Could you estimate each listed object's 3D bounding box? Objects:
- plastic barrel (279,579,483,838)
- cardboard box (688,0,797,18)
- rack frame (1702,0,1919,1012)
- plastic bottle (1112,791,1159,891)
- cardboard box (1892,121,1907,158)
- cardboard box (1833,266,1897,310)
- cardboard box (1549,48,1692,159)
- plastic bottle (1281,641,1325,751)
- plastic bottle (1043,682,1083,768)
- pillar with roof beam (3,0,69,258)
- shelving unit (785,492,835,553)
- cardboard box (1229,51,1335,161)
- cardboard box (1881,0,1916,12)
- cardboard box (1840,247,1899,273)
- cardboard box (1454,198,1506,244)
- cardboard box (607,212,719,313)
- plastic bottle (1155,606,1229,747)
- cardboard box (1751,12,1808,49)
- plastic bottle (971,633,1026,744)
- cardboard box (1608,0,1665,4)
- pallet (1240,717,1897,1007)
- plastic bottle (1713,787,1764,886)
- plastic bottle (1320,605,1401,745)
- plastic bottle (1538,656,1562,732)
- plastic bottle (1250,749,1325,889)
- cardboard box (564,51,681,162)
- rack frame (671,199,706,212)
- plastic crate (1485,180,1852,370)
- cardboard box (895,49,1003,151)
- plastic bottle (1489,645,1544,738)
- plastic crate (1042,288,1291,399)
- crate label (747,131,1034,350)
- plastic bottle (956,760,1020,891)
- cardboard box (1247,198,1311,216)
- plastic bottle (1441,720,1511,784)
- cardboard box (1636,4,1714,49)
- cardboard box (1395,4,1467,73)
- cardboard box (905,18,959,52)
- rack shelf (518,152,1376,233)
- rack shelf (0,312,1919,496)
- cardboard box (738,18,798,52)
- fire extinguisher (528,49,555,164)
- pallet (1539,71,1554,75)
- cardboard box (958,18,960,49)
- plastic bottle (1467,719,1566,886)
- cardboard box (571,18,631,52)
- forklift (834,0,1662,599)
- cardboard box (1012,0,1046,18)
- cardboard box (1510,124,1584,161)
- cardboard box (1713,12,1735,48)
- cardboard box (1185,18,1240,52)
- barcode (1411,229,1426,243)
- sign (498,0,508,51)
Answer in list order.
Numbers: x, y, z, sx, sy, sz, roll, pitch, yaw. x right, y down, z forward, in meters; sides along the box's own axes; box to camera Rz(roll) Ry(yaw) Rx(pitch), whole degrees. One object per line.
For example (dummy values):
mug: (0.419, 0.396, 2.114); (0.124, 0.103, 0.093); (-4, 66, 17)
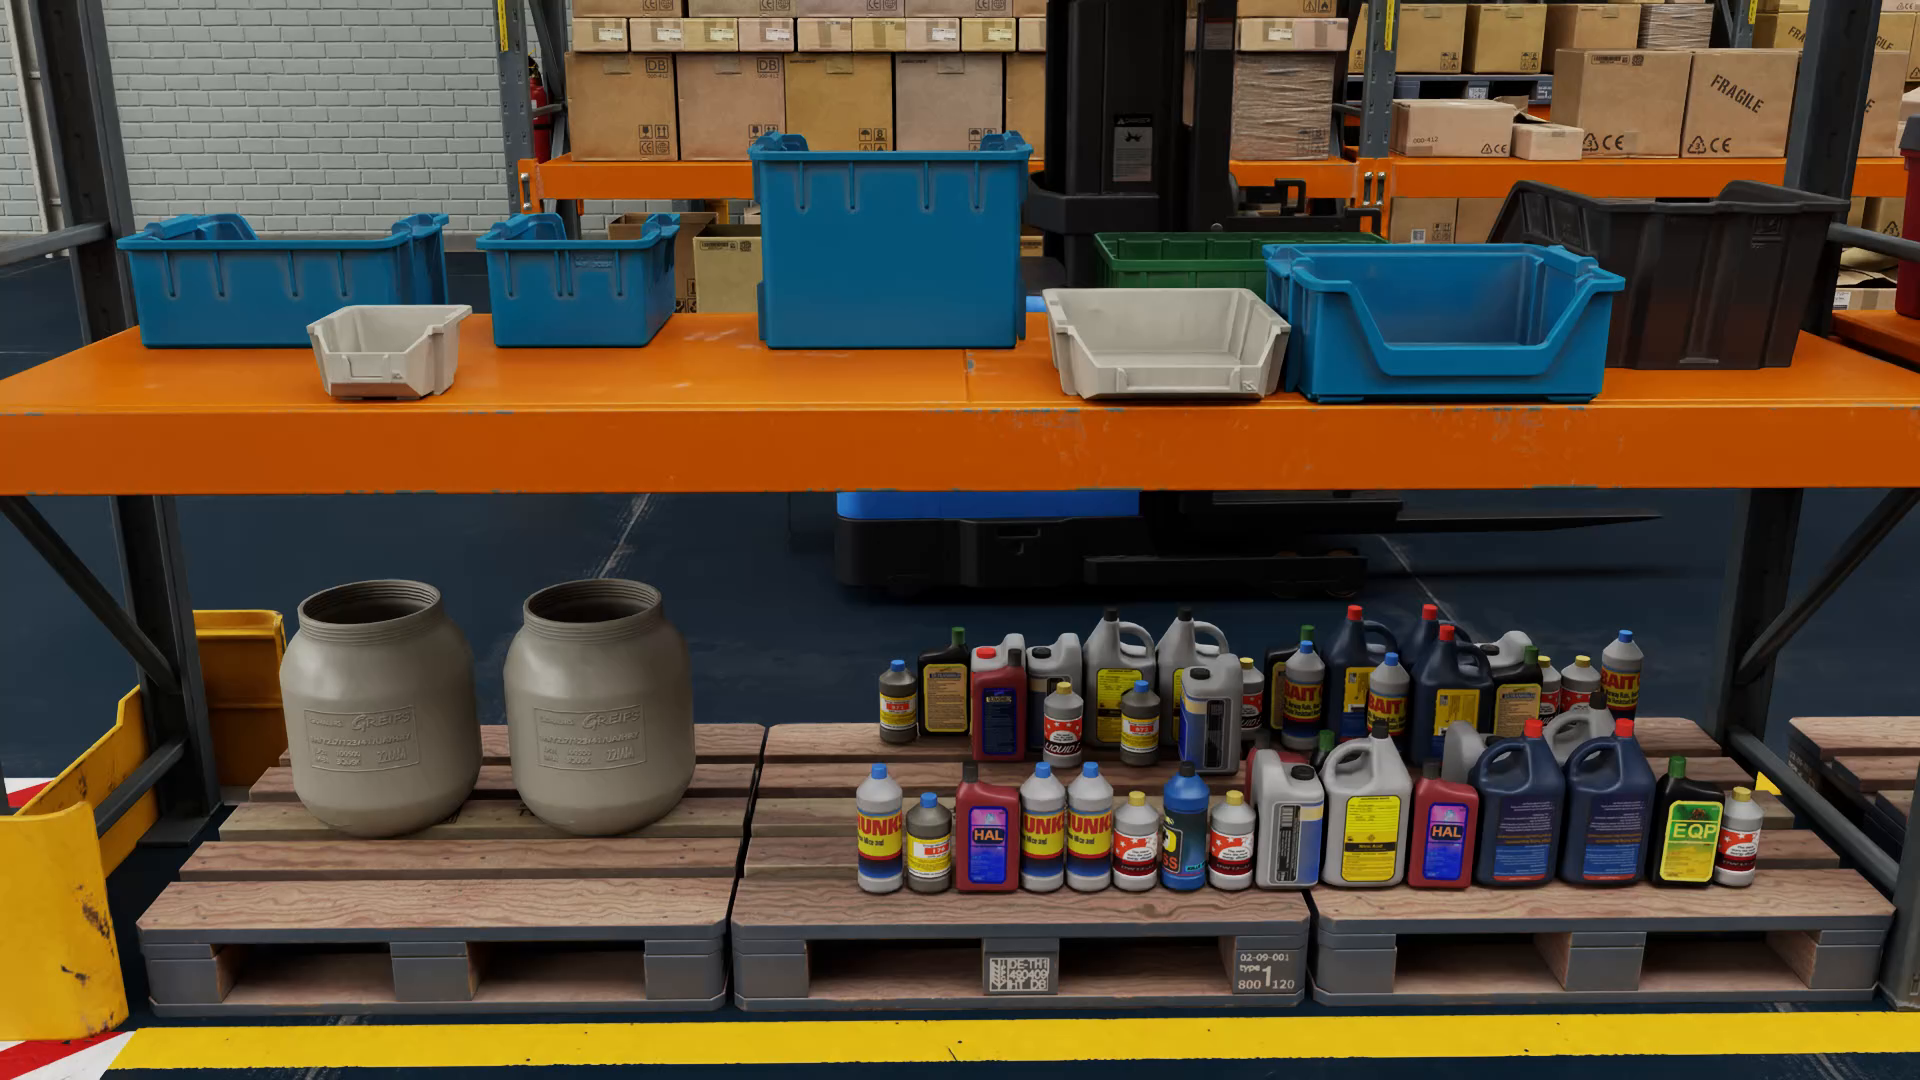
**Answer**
plastic barrel: (-1.330, 0.383, 3.829); (0.421, 0.512, 0.421); (0, 18, 0)
cardboard box: (-1.016, -2.756, 7.942); (0.500, 0.500, 0.700); (-1, 18, -2)
rack frame: (2.013, -0.595, 3.491); (0.127, 3.000, 1.000); (0, 18, -1)
plastic bottle: (0.373, 0.631, 3.530); (0.097, 0.201, 0.097); (0, 18, 0)
cardboard box: (4.664, -1.984, 8.233); (0.250, 0.149, 0.380); (1, 18, 3)
cardboard box: (4.394, -1.201, 8.276); (0.500, 0.311, 0.500); (0, 18, -1)
cardboard box: (3.233, -2.156, 8.195); (0.500, 0.500, 0.500); (1, 18, 3)
plastic bottle: (0.864, 0.385, 4.183); (0.097, 0.271, 0.097); (0, 18, 0)
plastic bottle: (0.254, 0.449, 4.097); (0.097, 0.201, 0.097); (0, 18, 0)
pillar with roof beam: (-7.388, -5.382, 8.592); (0.400, 9.000, 9.100); (0, 18, -1)
shelving unit: (-0.577, -0.560, 6.330); (0.189, 1.200, 0.258); (-1, 18, -3)
cardboard box: (1.495, -2.151, 8.179); (0.500, 0.500, 0.700); (-1, 18, -2)
cardboard box: (6.851, -4.122, 12.575); (0.500, 0.250, 0.500); (-1, 18, -2)
cardboard box: (4.884, -1.367, 8.793); (0.500, 0.311, 0.500); (-1, 18, -2)
cardboard box: (4.124, -2.662, 13.306); (0.500, 0.500, 0.700); (0, 18, -1)
cardboard box: (-1.530, -1.429, 8.679); (0.500, 0.500, 0.500); (0, 18, -1)
plastic bottle: (0.585, 0.337, 4.202); (0.185, 0.351, 0.144); (0, 18, -1)
cardboard box: (6.346, -3.763, 12.683); (0.500, 0.500, 0.500); (0, 18, 1)
plastic bottle: (0.095, 0.376, 4.202); (0.135, 0.276, 0.152); (0, 18, 0)
cardboard box: (5.190, -4.189, 12.749); (0.250, 0.149, 0.380); (-3, 18, -10)
pallet: (1.341, 0.724, 3.946); (1.213, 0.211, 1.003); (0, 18, -1)
plastic bottle: (1.655, 0.625, 3.549); (0.097, 0.201, 0.097); (0, 18, 0)
plastic bottle: (1.010, 0.335, 4.208); (0.185, 0.351, 0.144); (-1, 18, -3)
plastic bottle: (1.484, 0.397, 4.260); (0.097, 0.201, 0.097); (0, 18, 0)
plastic bottle: (0.696, 0.586, 3.549); (0.135, 0.276, 0.152); (0, 18, 0)
cardboard box: (-1.594, -2.134, 8.126); (0.500, 0.500, 0.700); (0, 18, -1)
rack frame: (-2.143, -3.601, 12.863); (0.127, 3.000, 1.000); (0, 18, -1)
plastic crate: (1.487, -0.601, 3.613); (0.504, 0.338, 0.767); (0, 18, -1)
cardboard box: (-0.046, -2.143, 8.152); (0.500, 0.500, 0.700); (0, 18, 1)
plastic bottle: (1.367, 0.399, 4.119); (0.133, 0.283, 0.061); (0, 18, -1)
plastic crate: (0.393, -0.384, 3.265); (0.437, 0.136, 0.530); (0, 18, -1)
crate label: (-0.151, -0.684, 3.710); (0.616, 0.435, 0.502); (0, 18, -1)
plastic bottle: (0.058, 0.599, 3.495); (0.133, 0.283, 0.061); (0, 18, 0)
cardboard box: (2.592, -2.648, 13.265); (0.500, 0.500, 0.700); (0, 18, 1)
plastic bottle: (1.154, 0.540, 3.693); (0.135, 0.276, 0.152); (0, 18, -1)
cardboard box: (5.386, -3.892, 12.884); (0.500, 0.500, 0.700); (-2, 18, -7)
cardboard box: (3.583, -3.883, 12.857); (0.500, 0.500, 0.700); (2, 18, 7)
cardboard box: (-0.129, -2.388, 7.856); (0.250, 0.149, 0.380); (0, 18, 0)
rack shelf: (-0.061, -1.755, 8.287); (4.000, 0.370, 1.077); (0, 18, -1)
rack shelf: (0.013, -0.242, 3.571); (4.000, 0.370, 1.077); (0, 18, -1)
cardboard box: (-0.900, -2.384, 7.844); (0.250, 0.149, 0.380); (-1, 18, -2)
fire extinguisher: (-2.187, -2.193, 8.599); (0.183, 0.674, 0.296); (0, 18, -1)
pallet: (5.145, -3.512, 12.900); (1.003, 0.211, 1.213); (0, 18, -1)
cardboard box: (-0.131, -2.513, 8.245); (0.250, 0.149, 0.380); (-1, 18, -2)
plastic bottle: (1.181, 0.549, 3.541); (0.185, 0.351, 0.144); (-1, 18, -4)
cardboard box: (-1.665, -2.381, 7.833); (0.250, 0.149, 0.380); (0, 18, -1)
forklift: (1.047, -1.348, 5.950); (3.031, 2.935, 1.130); (-1, 18, -3)
cardboard box: (0.489, -2.764, 7.965); (0.500, 0.500, 0.700); (0, 18, -1)
cardboard box: (2.827, -1.930, 8.064); (0.250, 0.149, 0.380); (0, 18, -1)
cardboard box: (6.324, -3.921, 13.178); (0.500, 0.500, 0.500); (0, 18, -1)
cardboard box: (1.161, -2.395, 7.876); (0.250, 0.149, 0.380); (-1, 18, -2)
barcode: (2.200, -1.458, 7.982); (0.075, 0.075, 0.001); (0, 18, -1)
sign: (-2.058, -2.369, 7.474); (0.005, 0.325, 0.100); (0, 18, -1)
